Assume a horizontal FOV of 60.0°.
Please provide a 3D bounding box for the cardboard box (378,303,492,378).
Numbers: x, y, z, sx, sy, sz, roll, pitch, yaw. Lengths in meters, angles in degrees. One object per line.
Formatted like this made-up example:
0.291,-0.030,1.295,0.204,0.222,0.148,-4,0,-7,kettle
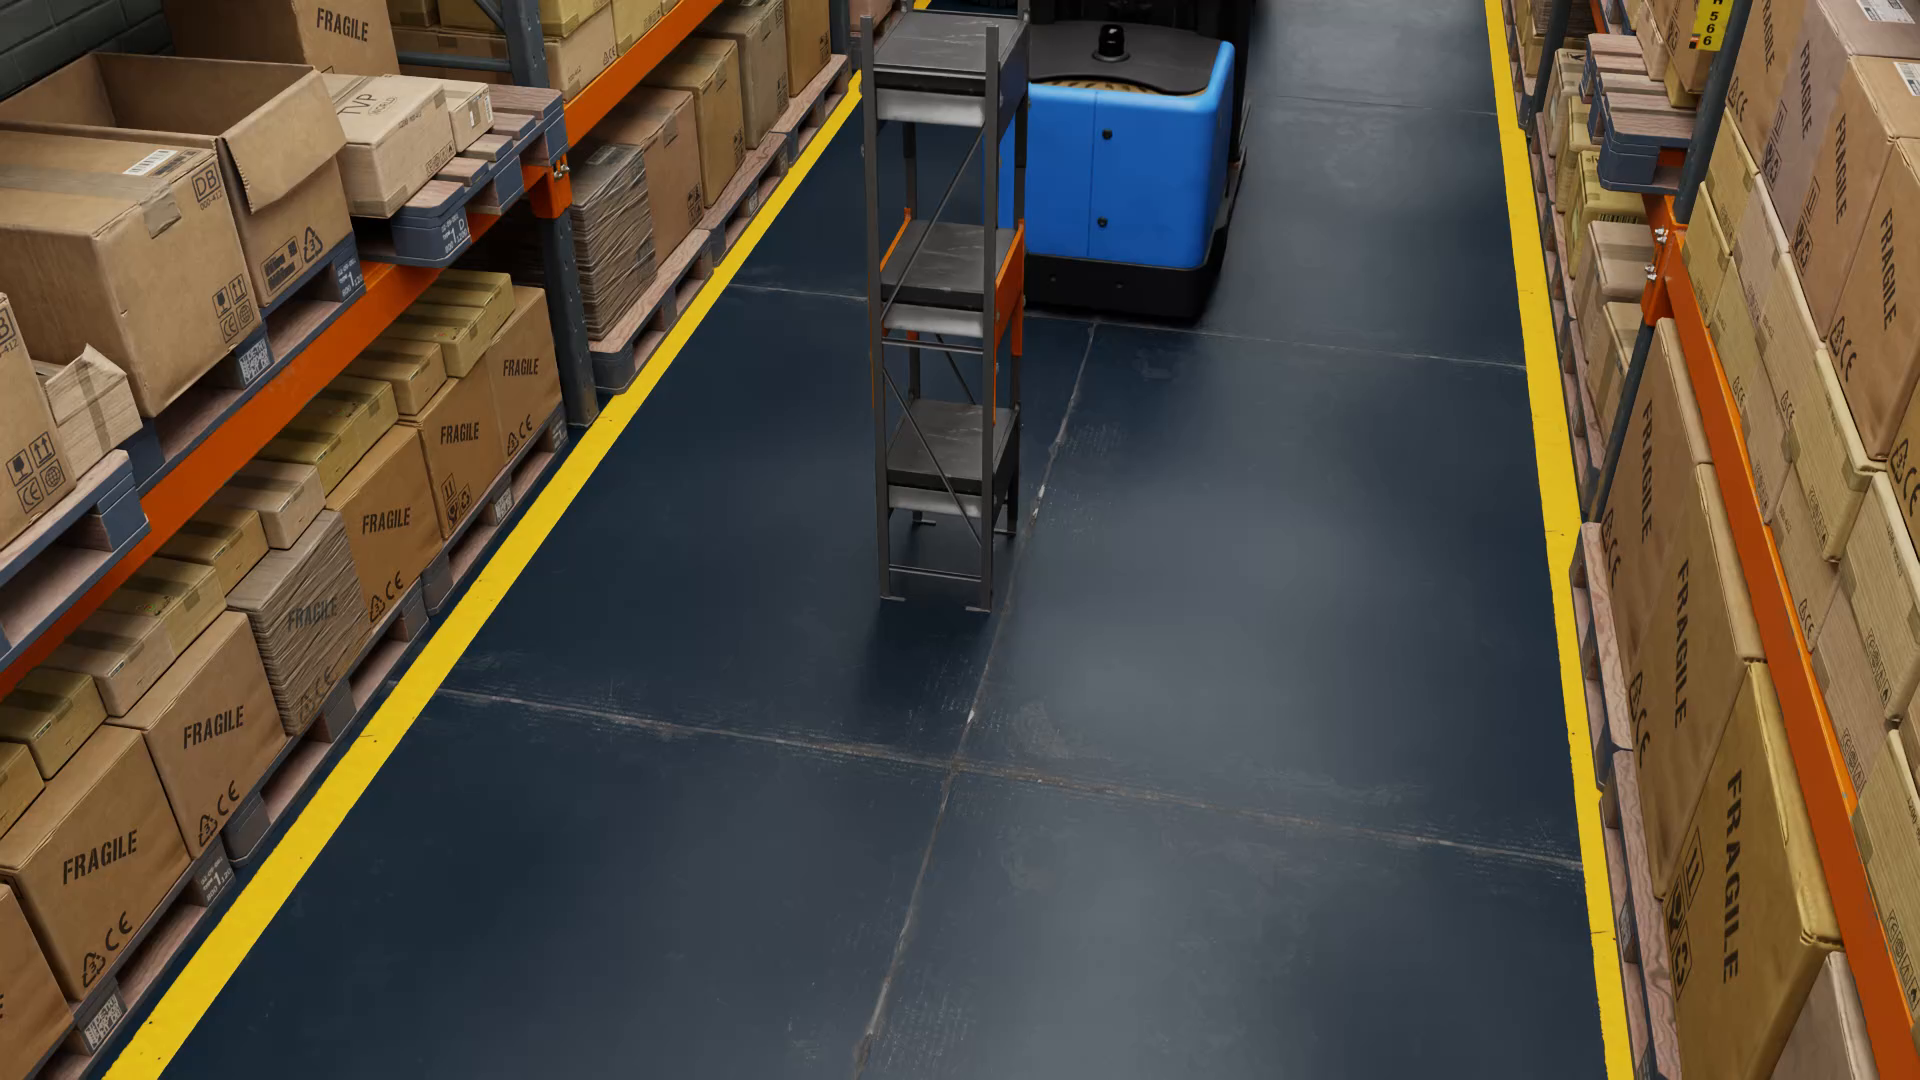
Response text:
-1.899,-0.714,5.899,0.380,0.149,0.250,6,36,8,cardboard box

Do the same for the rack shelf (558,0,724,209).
-1.586,-2.624,7.928,1.077,0.370,4.000,7,37,10,rack shelf

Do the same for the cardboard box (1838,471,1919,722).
2.044,0.134,3.210,0.500,0.250,0.500,8,37,11,cardboard box

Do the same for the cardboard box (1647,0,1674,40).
2.762,-2.073,5.858,0.500,0.500,0.500,7,36,9,cardboard box

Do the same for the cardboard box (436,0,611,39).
-1.655,-2.131,6.336,0.500,0.250,0.500,7,37,10,cardboard box

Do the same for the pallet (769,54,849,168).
-1.278,-2.506,9.527,1.003,0.211,1.213,7,37,10,pallet

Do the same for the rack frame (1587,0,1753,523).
2.837,-1.149,5.279,1.000,3.000,0.127,7,37,10,rack frame

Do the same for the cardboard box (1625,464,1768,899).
2.414,0.438,4.542,0.875,0.875,0.875,8,37,11,cardboard box

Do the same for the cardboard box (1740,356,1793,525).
2.277,-0.242,4.156,0.500,0.250,0.500,8,37,12,cardboard box

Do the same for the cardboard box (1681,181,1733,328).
2.487,-0.839,4.979,0.500,0.250,0.500,7,36,9,cardboard box

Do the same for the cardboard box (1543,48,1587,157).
3.582,-2.247,8.676,0.950,0.372,0.625,8,37,11,cardboard box

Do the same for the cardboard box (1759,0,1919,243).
2.396,-1.056,4.214,0.500,0.500,0.500,7,37,10,cardboard box

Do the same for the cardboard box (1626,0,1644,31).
2.781,-2.050,6.379,0.380,0.149,0.250,8,37,11,cardboard box

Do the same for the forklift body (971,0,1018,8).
1.073,-4.696,10.896,2.313,2.155,1.214,7,37,10,forklift body

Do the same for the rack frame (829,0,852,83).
-1.158,-4.062,9.299,1.000,3.000,0.127,7,37,10,rack frame

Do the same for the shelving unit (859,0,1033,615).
-0.035,-0.755,5.503,0.431,2.100,0.503,7,37,10,shelving unit

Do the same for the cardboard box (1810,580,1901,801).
2.069,0.338,3.356,0.500,0.250,0.500,6,36,9,cardboard box

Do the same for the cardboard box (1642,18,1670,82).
2.674,-1.747,5.961,0.380,0.149,0.250,7,37,10,cardboard box

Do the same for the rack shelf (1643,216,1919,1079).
2.410,0.289,3.908,1.077,0.370,4.000,7,37,10,rack shelf

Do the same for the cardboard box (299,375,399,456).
-2.099,-0.423,5.497,0.380,0.149,0.250,8,37,11,cardboard box

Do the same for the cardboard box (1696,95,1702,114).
2.677,-1.435,5.529,0.380,0.149,0.250,9,37,12,cardboard box

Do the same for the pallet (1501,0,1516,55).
4.059,-3.404,10.767,1.003,0.211,1.213,7,37,10,pallet

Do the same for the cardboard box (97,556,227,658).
-2.313,0.175,4.672,0.380,0.149,0.250,9,37,12,cardboard box

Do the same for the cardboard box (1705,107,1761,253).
2.488,-1.031,4.818,0.500,0.250,0.500,7,37,10,cardboard box

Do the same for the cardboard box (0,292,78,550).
-2.435,-0.232,3.571,0.700,0.500,0.500,8,37,10,cardboard box

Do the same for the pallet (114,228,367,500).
-2.424,-0.576,4.652,1.003,0.211,1.213,7,37,10,pallet

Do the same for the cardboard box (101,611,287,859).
-2.329,0.525,4.741,0.500,0.500,0.500,6,36,9,cardboard box

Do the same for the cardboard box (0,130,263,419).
-2.267,-0.682,4.192,0.700,0.500,0.500,7,37,10,cardboard box

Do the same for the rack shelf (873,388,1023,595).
-0.035,-0.177,5.922,0.431,0.518,0.480,7,37,10,rack shelf

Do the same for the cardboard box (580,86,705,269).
-1.734,-1.709,7.717,0.875,0.625,0.625,8,37,11,cardboard box

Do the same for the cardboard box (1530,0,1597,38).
3.556,-3.175,9.421,0.500,0.500,0.500,7,36,9,cardboard box

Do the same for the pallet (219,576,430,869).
-2.472,0.481,5.407,1.003,0.211,1.213,7,37,10,pallet

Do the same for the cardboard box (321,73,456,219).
-1.922,-1.233,5.165,0.500,0.250,0.500,6,36,8,cardboard box

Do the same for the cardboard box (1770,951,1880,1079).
2.037,1.469,3.120,0.875,0.875,0.875,8,37,11,cardboard box

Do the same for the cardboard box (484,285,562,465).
-1.893,-0.657,6.373,0.500,0.500,0.500,8,37,11,cardboard box

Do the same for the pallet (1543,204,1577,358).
3.268,-1.165,7.677,1.003,0.211,1.213,7,37,10,pallet

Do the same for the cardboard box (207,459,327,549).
-2.181,-0.118,5.076,0.380,0.149,0.250,6,36,8,cardboard box

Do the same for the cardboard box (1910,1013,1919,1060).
1.832,0.916,2.557,0.500,0.250,0.500,6,36,9,cardboard box

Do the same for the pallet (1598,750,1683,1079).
2.332,1.120,4.525,1.003,0.211,1.213,7,37,10,pallet

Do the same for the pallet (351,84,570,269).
-2.089,-1.294,5.643,1.213,0.211,1.003,7,37,10,pallet

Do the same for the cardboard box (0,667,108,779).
-2.458,0.456,4.285,0.380,0.149,0.250,7,36,9,cardboard box

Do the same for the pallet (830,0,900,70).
-0.948,-3.384,10.739,1.003,0.211,1.213,7,37,10,pallet

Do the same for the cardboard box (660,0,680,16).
-1.464,-2.516,7.293,0.500,0.250,0.500,6,36,8,cardboard box

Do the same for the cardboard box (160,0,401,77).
-2.275,-1.704,5.602,0.500,0.500,0.500,9,37,12,cardboard box

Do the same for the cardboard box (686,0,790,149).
-1.432,-2.526,8.845,0.875,0.625,0.625,7,37,9,cardboard box

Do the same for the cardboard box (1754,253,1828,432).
2.258,-0.451,4.017,0.500,0.250,0.500,7,37,10,cardboard box

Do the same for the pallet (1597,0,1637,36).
3.220,-2.211,6.908,1.003,0.211,1.213,7,37,10,pallet

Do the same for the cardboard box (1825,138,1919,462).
2.160,-0.473,3.409,0.500,0.500,0.500,8,37,11,cardboard box

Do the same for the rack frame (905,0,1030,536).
0.017,-0.895,5.696,0.400,2.100,0.015,7,37,10,rack frame

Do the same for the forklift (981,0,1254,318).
0.919,-3.055,7.967,1.130,2.935,3.031,8,37,11,forklift

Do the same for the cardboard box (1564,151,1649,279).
3.285,-1.436,7.556,0.950,0.372,0.625,8,37,12,cardboard box

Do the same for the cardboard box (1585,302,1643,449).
2.968,-0.577,6.372,0.950,0.372,0.625,5,36,7,cardboard box

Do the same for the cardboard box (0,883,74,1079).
-2.544,1.117,3.924,0.500,0.500,0.500,9,37,12,cardboard box

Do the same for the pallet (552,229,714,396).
-1.799,-1.107,7.597,1.003,0.211,1.213,7,37,10,pallet

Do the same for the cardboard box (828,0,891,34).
-0.732,-3.355,10.308,0.500,0.250,0.500,8,37,10,cardboard box

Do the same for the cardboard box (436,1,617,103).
-1.679,-1.932,6.487,0.500,0.250,0.500,7,37,10,cardboard box

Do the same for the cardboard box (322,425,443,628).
-2.119,-0.071,5.565,0.500,0.500,0.500,9,37,12,cardboard box

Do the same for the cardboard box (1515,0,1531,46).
3.659,-3.178,10.064,0.500,0.250,0.500,6,36,9,cardboard box
